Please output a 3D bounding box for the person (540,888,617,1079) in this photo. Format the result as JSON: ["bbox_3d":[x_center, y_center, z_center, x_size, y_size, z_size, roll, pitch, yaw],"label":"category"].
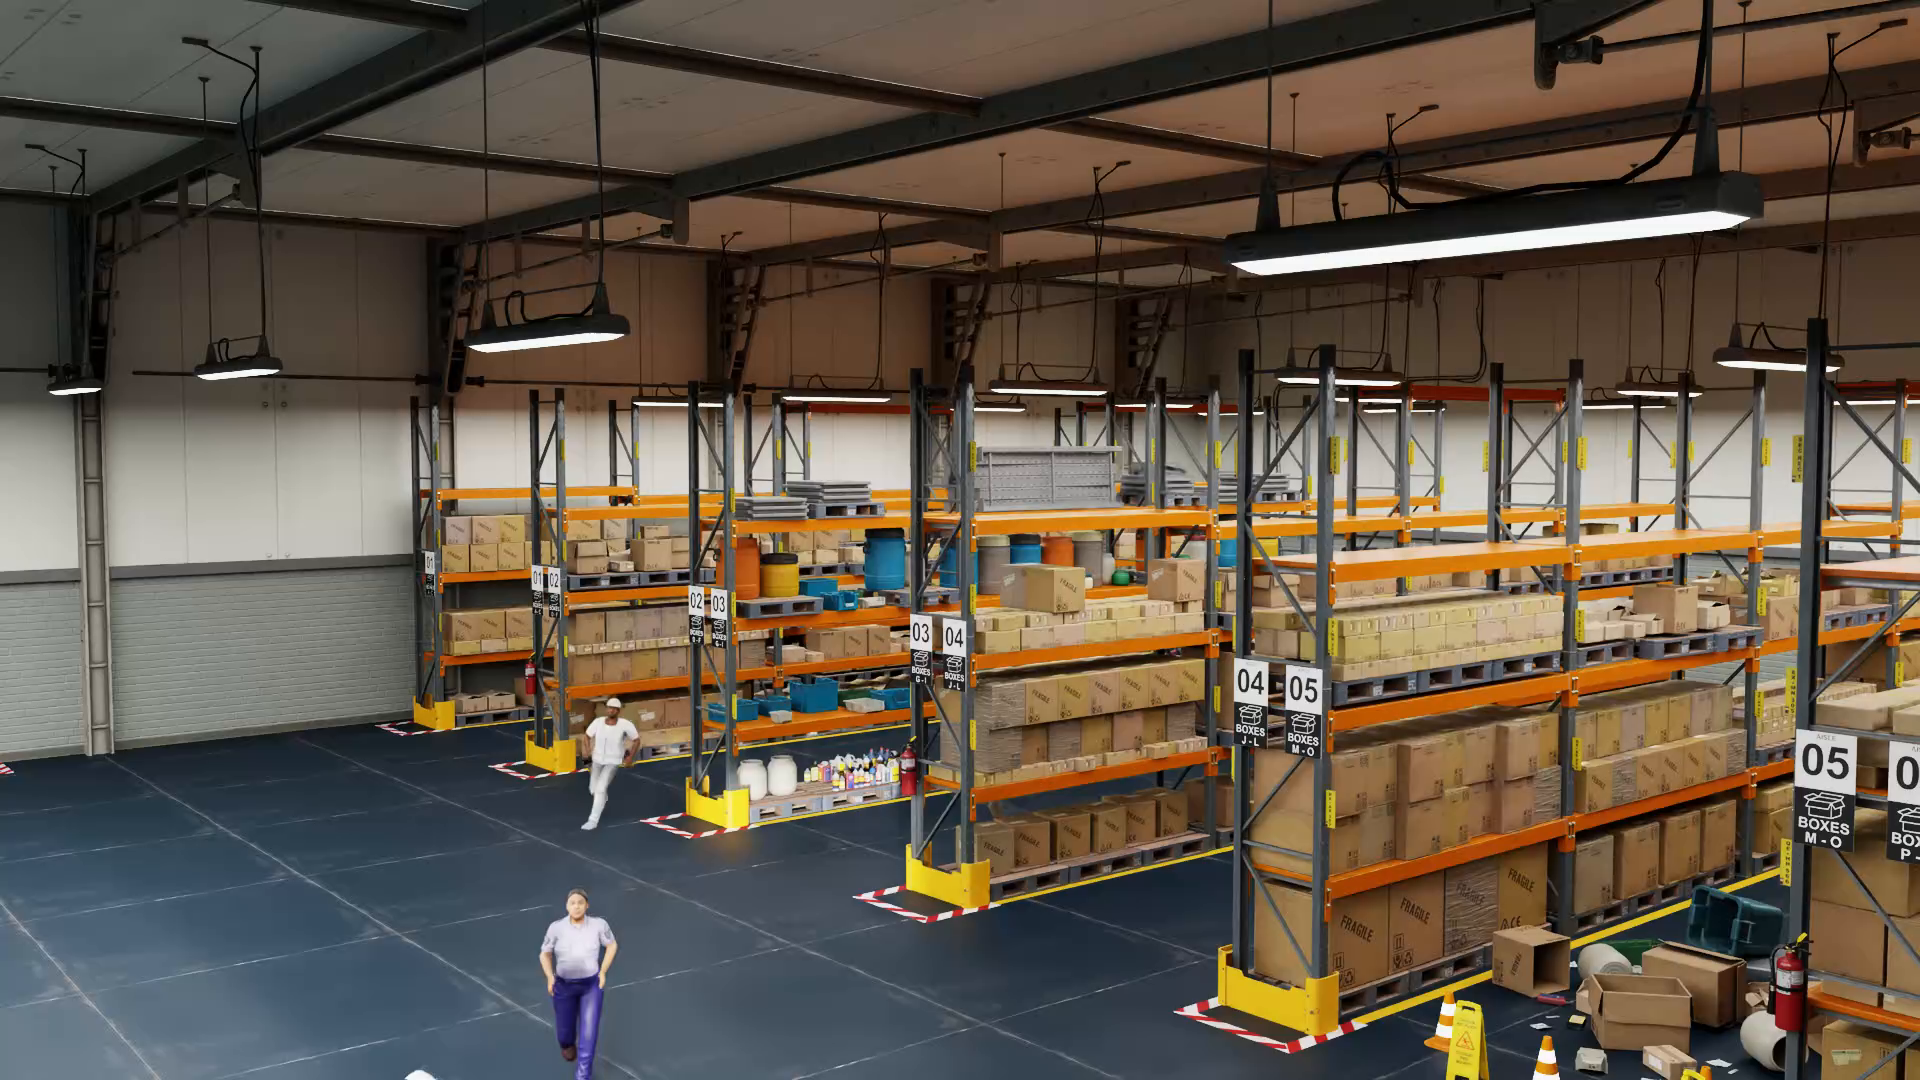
[{"bbox_3d":[-3.049,3.587,13.320,0.608,1.623,0.685,-1,3,-13],"label":"person"}]

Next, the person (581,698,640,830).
[{"bbox_3d":[-4.724,2.987,22.383,0.764,1.712,0.866,1,3,9],"label":"person"}]

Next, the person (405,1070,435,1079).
[{"bbox_3d":[-2.894,3.750,8.861,0.633,1.825,0.699,-1,3,-10],"label":"person"}]

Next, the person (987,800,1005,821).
[{"bbox_3d":[0.448,3.053,21.603,0.558,1.728,0.667,3,4,39],"label":"person"}]
